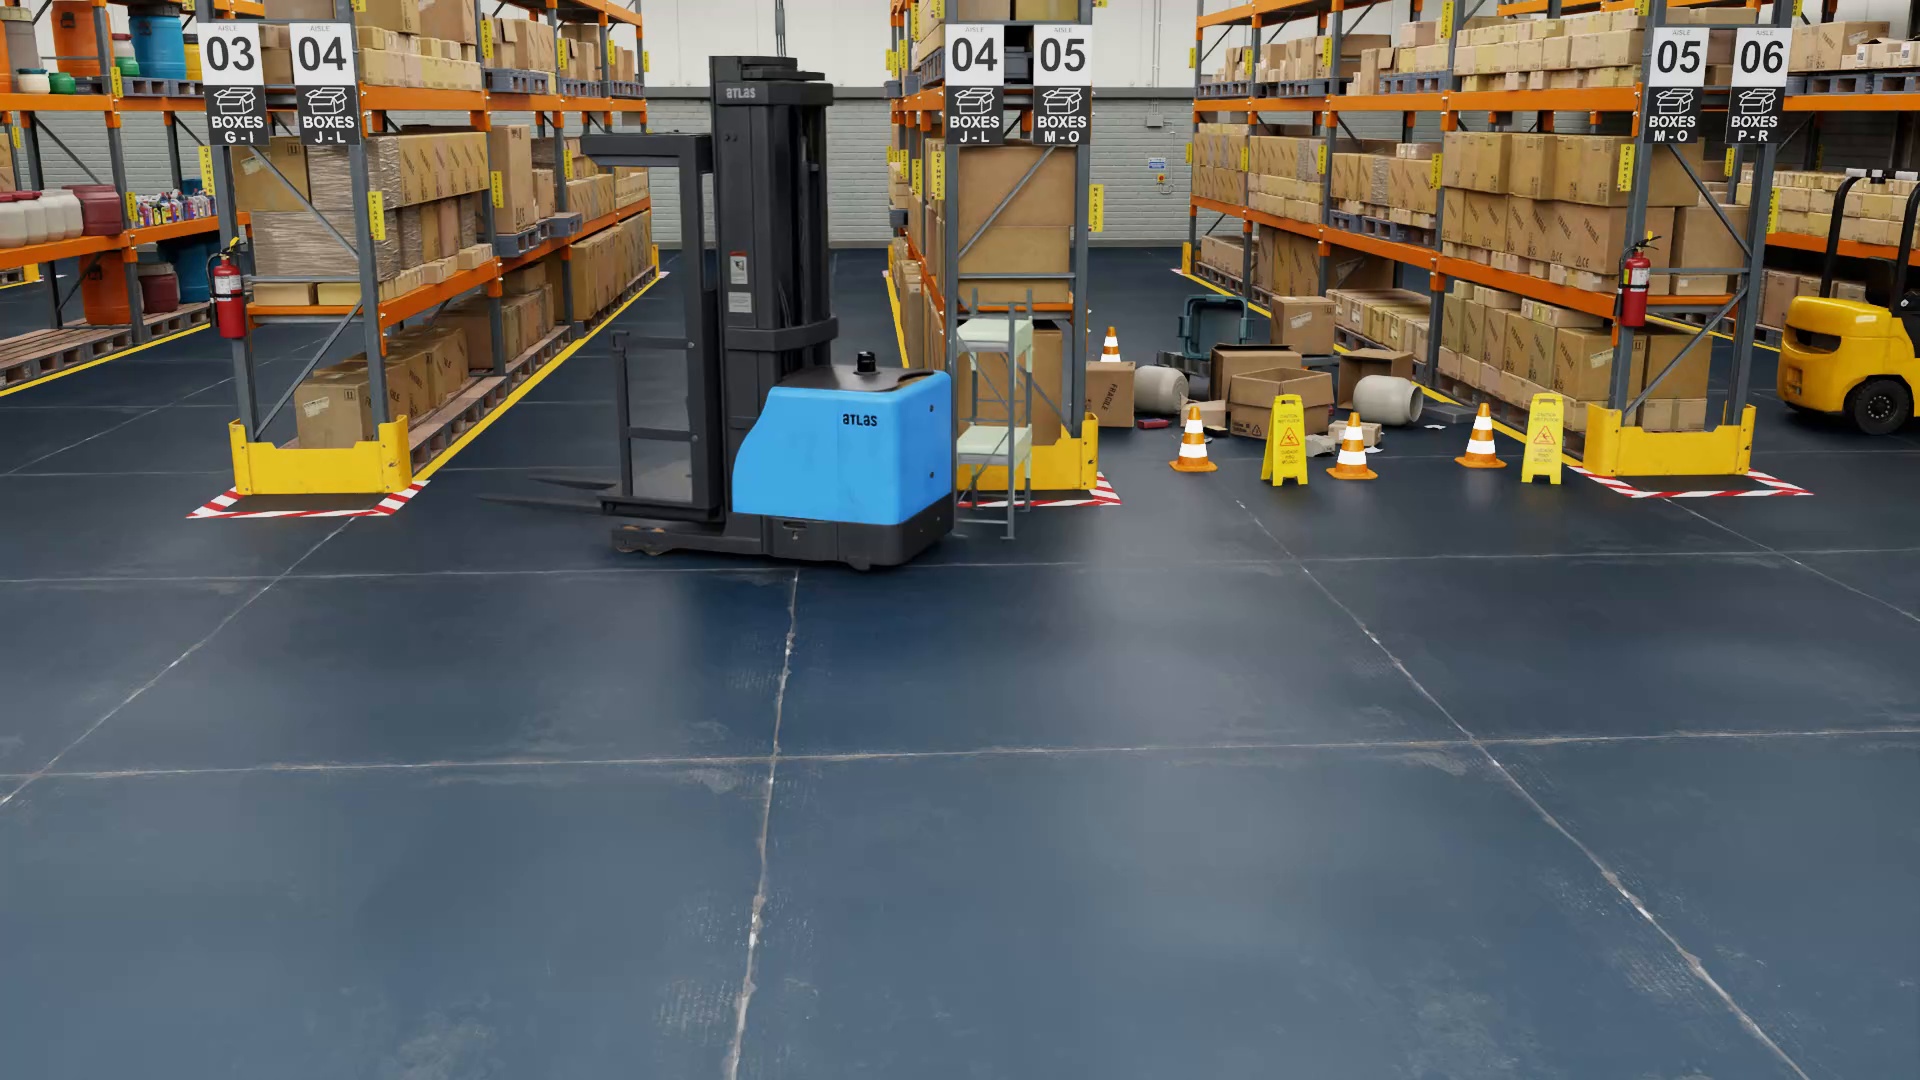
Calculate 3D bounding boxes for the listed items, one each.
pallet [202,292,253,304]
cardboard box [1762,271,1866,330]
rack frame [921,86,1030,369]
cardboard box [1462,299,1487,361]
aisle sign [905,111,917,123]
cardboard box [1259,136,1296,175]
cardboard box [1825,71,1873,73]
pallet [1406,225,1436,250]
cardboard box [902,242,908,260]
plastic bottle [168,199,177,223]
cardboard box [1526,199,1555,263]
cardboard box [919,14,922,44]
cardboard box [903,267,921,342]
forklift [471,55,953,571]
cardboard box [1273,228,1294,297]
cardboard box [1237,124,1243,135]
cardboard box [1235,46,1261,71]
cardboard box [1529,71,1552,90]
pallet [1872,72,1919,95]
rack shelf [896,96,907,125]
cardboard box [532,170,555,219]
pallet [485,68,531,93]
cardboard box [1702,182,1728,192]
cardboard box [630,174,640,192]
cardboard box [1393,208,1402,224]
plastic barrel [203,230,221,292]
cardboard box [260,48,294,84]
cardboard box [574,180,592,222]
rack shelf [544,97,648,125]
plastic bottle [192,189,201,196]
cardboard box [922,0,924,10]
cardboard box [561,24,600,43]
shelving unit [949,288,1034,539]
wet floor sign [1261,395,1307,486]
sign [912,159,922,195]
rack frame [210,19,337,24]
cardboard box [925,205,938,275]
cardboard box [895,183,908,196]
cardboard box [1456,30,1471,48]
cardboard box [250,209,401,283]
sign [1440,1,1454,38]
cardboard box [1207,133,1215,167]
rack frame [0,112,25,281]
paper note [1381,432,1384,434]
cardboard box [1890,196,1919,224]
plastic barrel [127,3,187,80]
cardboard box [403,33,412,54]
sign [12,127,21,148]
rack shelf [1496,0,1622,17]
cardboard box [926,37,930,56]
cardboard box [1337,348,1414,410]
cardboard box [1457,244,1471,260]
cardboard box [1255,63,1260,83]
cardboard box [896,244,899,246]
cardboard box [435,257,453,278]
[{"bbox_3d":[-10.242,-3.170,22.422,1.003,0.211,1.213,-1,14,-3],"label":"pallet"},{"bbox_3d":[9.861,-2.761,19.159,0.875,0.625,0.625,0,14,-2],"label":"cardboard box"},{"bbox_3d":[0.147,-2.851,15.588,1.000,3.000,0.127,-1,14,-3],"label":"rack frame"},{"bbox_3d":[4.893,-1.904,15.076,0.500,0.500,0.500,0,14,-1],"label":"cardboard box"},{"bbox_3d":[-0.900,-7.108,26.916,0.394,0.787,0.004,-1,14,-3],"label":"aisle sign"},{"bbox_3d":[4.385,-5.235,22.645,0.500,0.500,0.500,-1,14,-4],"label":"cardboard box"},{"bbox_3d":[10.088,-5.481,19.045,0.500,0.250,0.500,-1,14,-3],"label":"cardboard box"},{"bbox_3d":[5.179,-3.052,16.754,1.003,0.211,1.213,-1,14,-3],"label":"pallet"},{"bbox_3d":[-0.504,-3.750,21.748,0.500,0.250,0.500,0,14,-1],"label":"cardboard box"},{"bbox_3d":[-9.731,-4.062,20.529,0.061,0.283,0.133,-1,14,-3],"label":"plastic bottle"},{"bbox_3d":[4.967,-2.530,13.543,0.500,0.500,0.500,-1,14,-4],"label":"cardboard box"},{"bbox_3d":[-0.102,-4.501,14.641,0.500,0.250,0.500,-1,14,-3],"label":"cardboard box"},{"bbox_3d":[-0.095,-2.590,18.243,1.050,0.750,0.750,-1,14,-3],"label":"cardboard box"},{"bbox_3d":[-1.616,-1.441,10.244,3.031,2.935,1.130,5,15,18],"label":"forklift"},{"bbox_3d":[4.768,-3.739,22.460,0.875,0.875,0.875,0,14,-2],"label":"cardboard box"},{"bbox_3d":[4.302,-6.053,24.522,0.380,0.149,0.250,-1,14,-4],"label":"cardboard box"},{"bbox_3d":[4.470,-7.032,24.565,0.797,0.503,0.637,0,14,1],"label":"cardboard box"},{"bbox_3d":[4.888,-3.755,13.584,0.380,0.149,0.250,-1,14,-4],"label":"cardboard box"},{"bbox_3d":[9.968,-4.609,16.786,0.805,0.209,1.217,-1,15,-6],"label":"pallet"},{"bbox_3d":[-0.225,-5.448,21.103,1.077,0.370,4.000,-1,14,-3],"label":"rack shelf"},{"bbox_3d":[-4.850,-3.775,18.136,0.700,0.500,0.500,1,14,5],"label":"cardboard box"},{"bbox_3d":[-4.742,-4.317,15.641,1.213,0.211,1.003,-1,14,-3],"label":"pallet"},{"bbox_3d":[9.399,-4.413,21.117,0.500,0.250,0.500,-2,15,-6],"label":"cardboard box"},{"bbox_3d":[-5.196,-5.486,25.534,0.500,0.250,0.500,-1,14,-5],"label":"cardboard box"},{"bbox_3d":[4.704,-3.351,17.191,0.380,0.149,0.250,-1,14,-3],"label":"cardboard box"},{"bbox_3d":[-10.232,-3.764,22.506,0.600,0.901,0.708,-1,14,-3],"label":"plastic barrel"},{"bbox_3d":[-4.845,-3.301,11.617,0.500,0.250,0.500,-1,14,-2],"label":"cardboard box"},{"bbox_3d":[-4.885,-4.224,20.721,0.500,0.500,0.500,-1,14,-4],"label":"cardboard box"},{"bbox_3d":[-5.429,-6.391,24.770,1.077,0.370,4.000,-1,14,-3],"label":"rack shelf"},{"bbox_3d":[-9.998,-4.417,21.773,0.144,0.351,0.185,-1,14,-3],"label":"plastic bottle"},{"bbox_3d":[-0.121,-4.535,13.972,0.380,0.149,0.250,-1,14,-4],"label":"cardboard box"},{"bbox_3d":[-5.357,-7.139,23.486,0.500,0.250,0.500,-2,15,-7],"label":"cardboard box"},{"bbox_3d":[0.210,-0.836,10.767,0.431,1.500,0.755,3,15,10],"label":"shelving unit"},{"bbox_3d":[2.373,-0.739,12.105,0.267,0.644,0.232,-3,15,-13],"label":"wet floor sign"},{"bbox_3d":[-0.394,-3.363,15.411,0.100,0.325,0.005,-1,14,-3],"label":"sign"},{"bbox_3d":[-4.558,-4.710,10.774,0.949,2.616,0.053,-1,14,-3],"label":"rack frame"},{"bbox_3d":[0.155,-2.560,14.154,0.875,0.550,0.550,-1,14,-3],"label":"cardboard box"},{"bbox_3d":[-0.586,-4.188,19.846,0.380,0.149,0.250,-1,14,-2],"label":"cardboard box"},{"bbox_3d":[4.775,-4.586,15.216,0.380,0.149,0.250,-1,14,-4],"label":"cardboard box"},{"bbox_3d":[-4.568,-2.135,12.005,0.875,0.500,0.500,-1,14,-3],"label":"cardboard box"},{"bbox_3d":[4.528,-4.837,15.458,0.100,0.325,0.005,-1,14,-3],"label":"sign"},{"bbox_3d":[4.162,-6.090,25.967,0.500,0.500,0.500,-1,14,-4],"label":"cardboard box"},{"bbox_3d":[-15.441,-5.632,26.396,1.000,3.000,0.127,-1,14,-3],"label":"rack frame"},{"bbox_3d":[3.547,-0.907,14.031,0.032,0.001,0.123,-1,14,-3],"label":"paper note"},{"bbox_3d":[9.750,-3.318,16.700,0.500,0.250,0.500,-1,14,-5],"label":"cardboard box"},{"bbox_3d":[-9.990,-6.190,20.694,0.600,0.901,0.708,-1,14,-3],"label":"plastic barrel"},{"bbox_3d":[-4.395,-3.774,12.656,0.380,0.149,0.250,-2,15,-6],"label":"cardboard box"},{"bbox_3d":[-14.885,-6.349,26.226,0.100,0.325,0.005,-1,14,-3],"label":"sign"},{"bbox_3d":[9.416,-8.073,25.292,1.077,0.370,4.000,-1,14,-3],"label":"rack shelf"},{"bbox_3d":[-0.075,-3.960,13.338,0.380,0.149,0.250,-1,14,-3],"label":"cardboard box"},{"bbox_3d":[3.790,-1.456,15.176,0.500,0.500,0.500,10,18,35],"label":"cardboard box"},{"bbox_3d":[4.848,-2.686,15.449,0.380,0.149,0.250,0,14,-2],"label":"cardboard box"},{"bbox_3d":[4.267,-6.403,22.801,0.396,0.266,0.258,-1,14,-4],"label":"cardboard box"},{"bbox_3d":[-0.802,-4.484,25.618,0.380,0.149,0.250,-1,14,-3],"label":"cardboard box"},{"bbox_3d":[-4.425,-2.256,13.778,0.380,0.149,0.250,-1,14,-3],"label":"cardboard box"}]
